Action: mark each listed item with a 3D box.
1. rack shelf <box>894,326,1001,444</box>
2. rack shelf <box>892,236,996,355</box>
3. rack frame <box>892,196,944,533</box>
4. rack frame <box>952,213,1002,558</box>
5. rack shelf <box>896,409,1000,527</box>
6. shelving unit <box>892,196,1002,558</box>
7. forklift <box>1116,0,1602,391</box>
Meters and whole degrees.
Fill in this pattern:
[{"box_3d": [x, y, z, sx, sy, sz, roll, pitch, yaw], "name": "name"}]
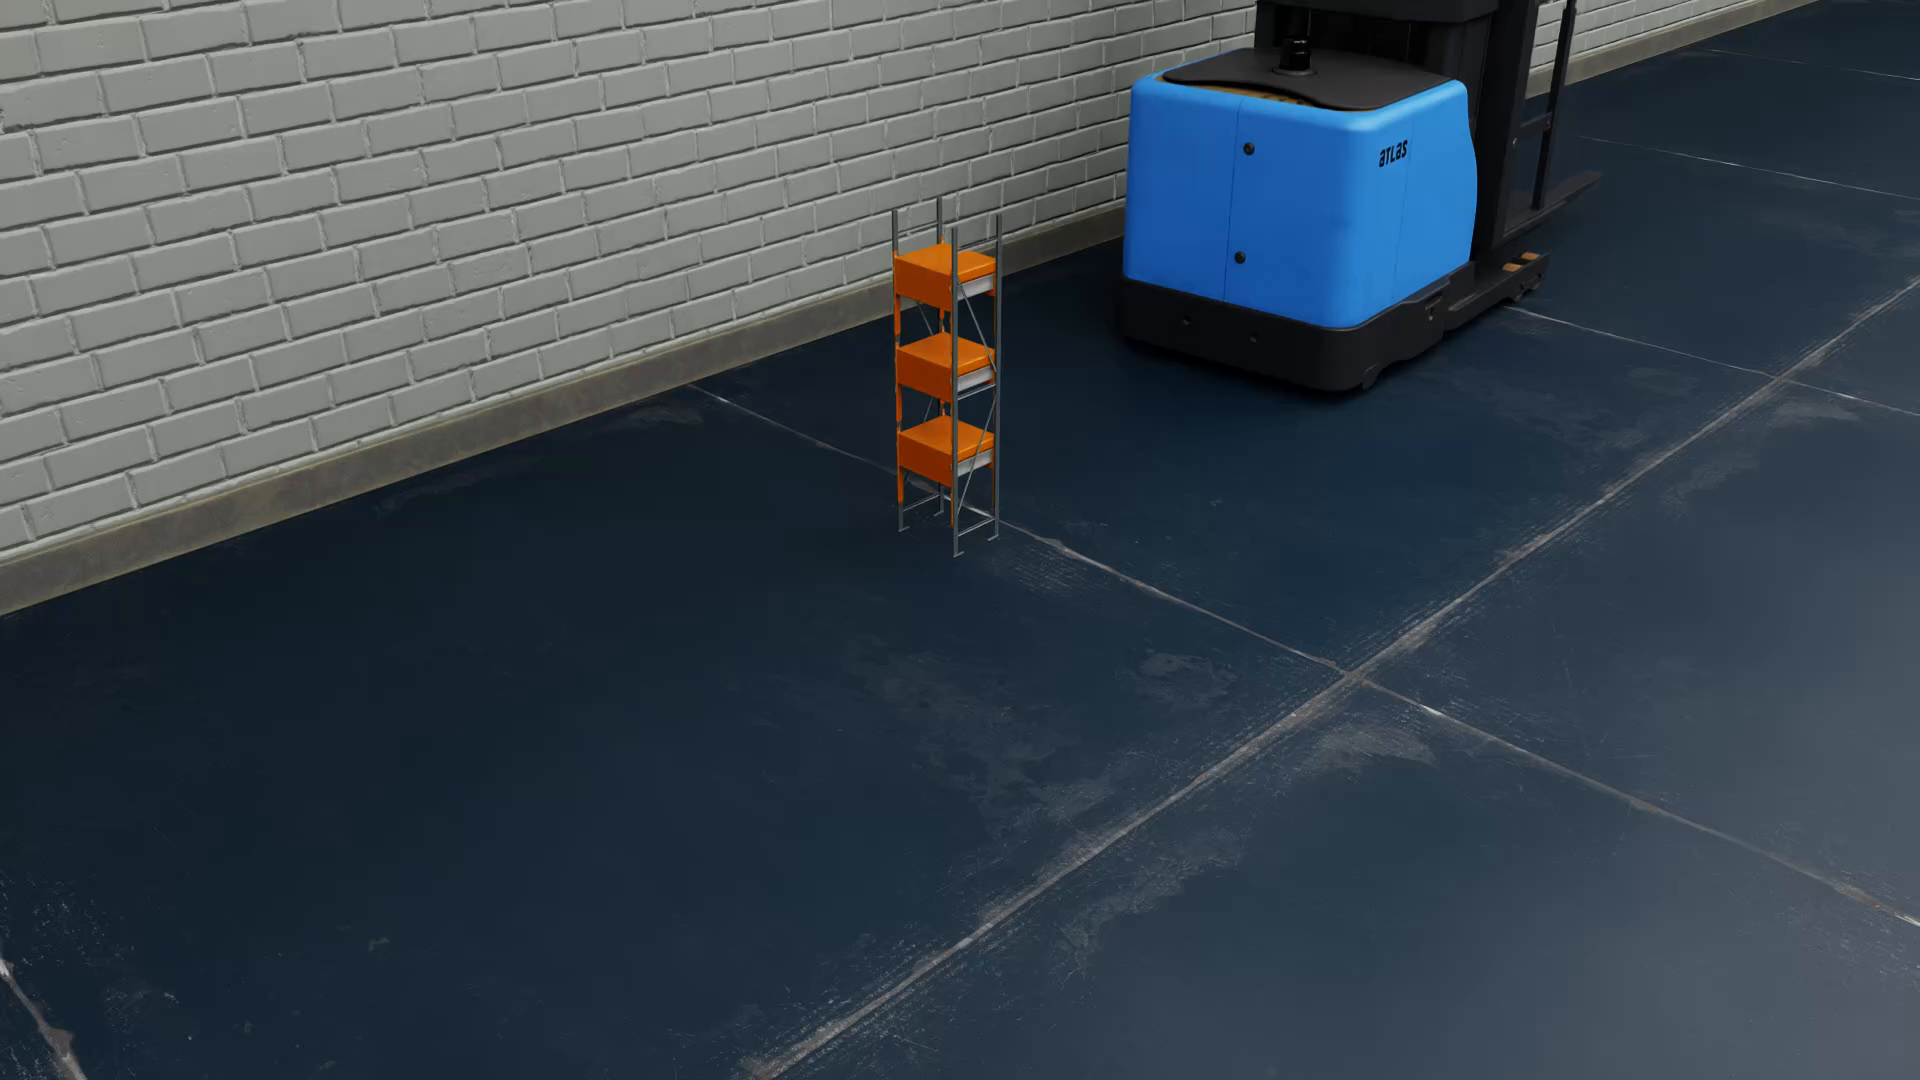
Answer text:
[{"box_3d": [-0.038, -0.473, 5.044, 0.240, 0.259, 0.215, 25, 36, 38], "name": "rack shelf"}, {"box_3d": [-0.038, -0.724, 4.912, 0.240, 0.259, 0.215, 25, 36, 38], "name": "rack shelf"}, {"box_3d": [-0.125, -0.522, 5.115, 0.008, 1.050, 0.200, 25, 36, 38], "name": "rack frame"}, {"box_3d": [0.049, -0.442, 4.963, 0.008, 1.050, 0.200, 25, 36, 38], "name": "rack frame"}, {"box_3d": [-0.038, -0.227, 5.173, 0.240, 0.259, 0.215, 25, 36, 38], "name": "rack shelf"}, {"box_3d": [-0.038, -0.482, 5.039, 0.252, 1.050, 0.215, 25, 36, 38], "name": "shelving unit"}, {"box_3d": [1.950, -2.462, 6.782, 1.130, 2.935, 3.031, 21, 34, 34], "name": "forklift"}]
